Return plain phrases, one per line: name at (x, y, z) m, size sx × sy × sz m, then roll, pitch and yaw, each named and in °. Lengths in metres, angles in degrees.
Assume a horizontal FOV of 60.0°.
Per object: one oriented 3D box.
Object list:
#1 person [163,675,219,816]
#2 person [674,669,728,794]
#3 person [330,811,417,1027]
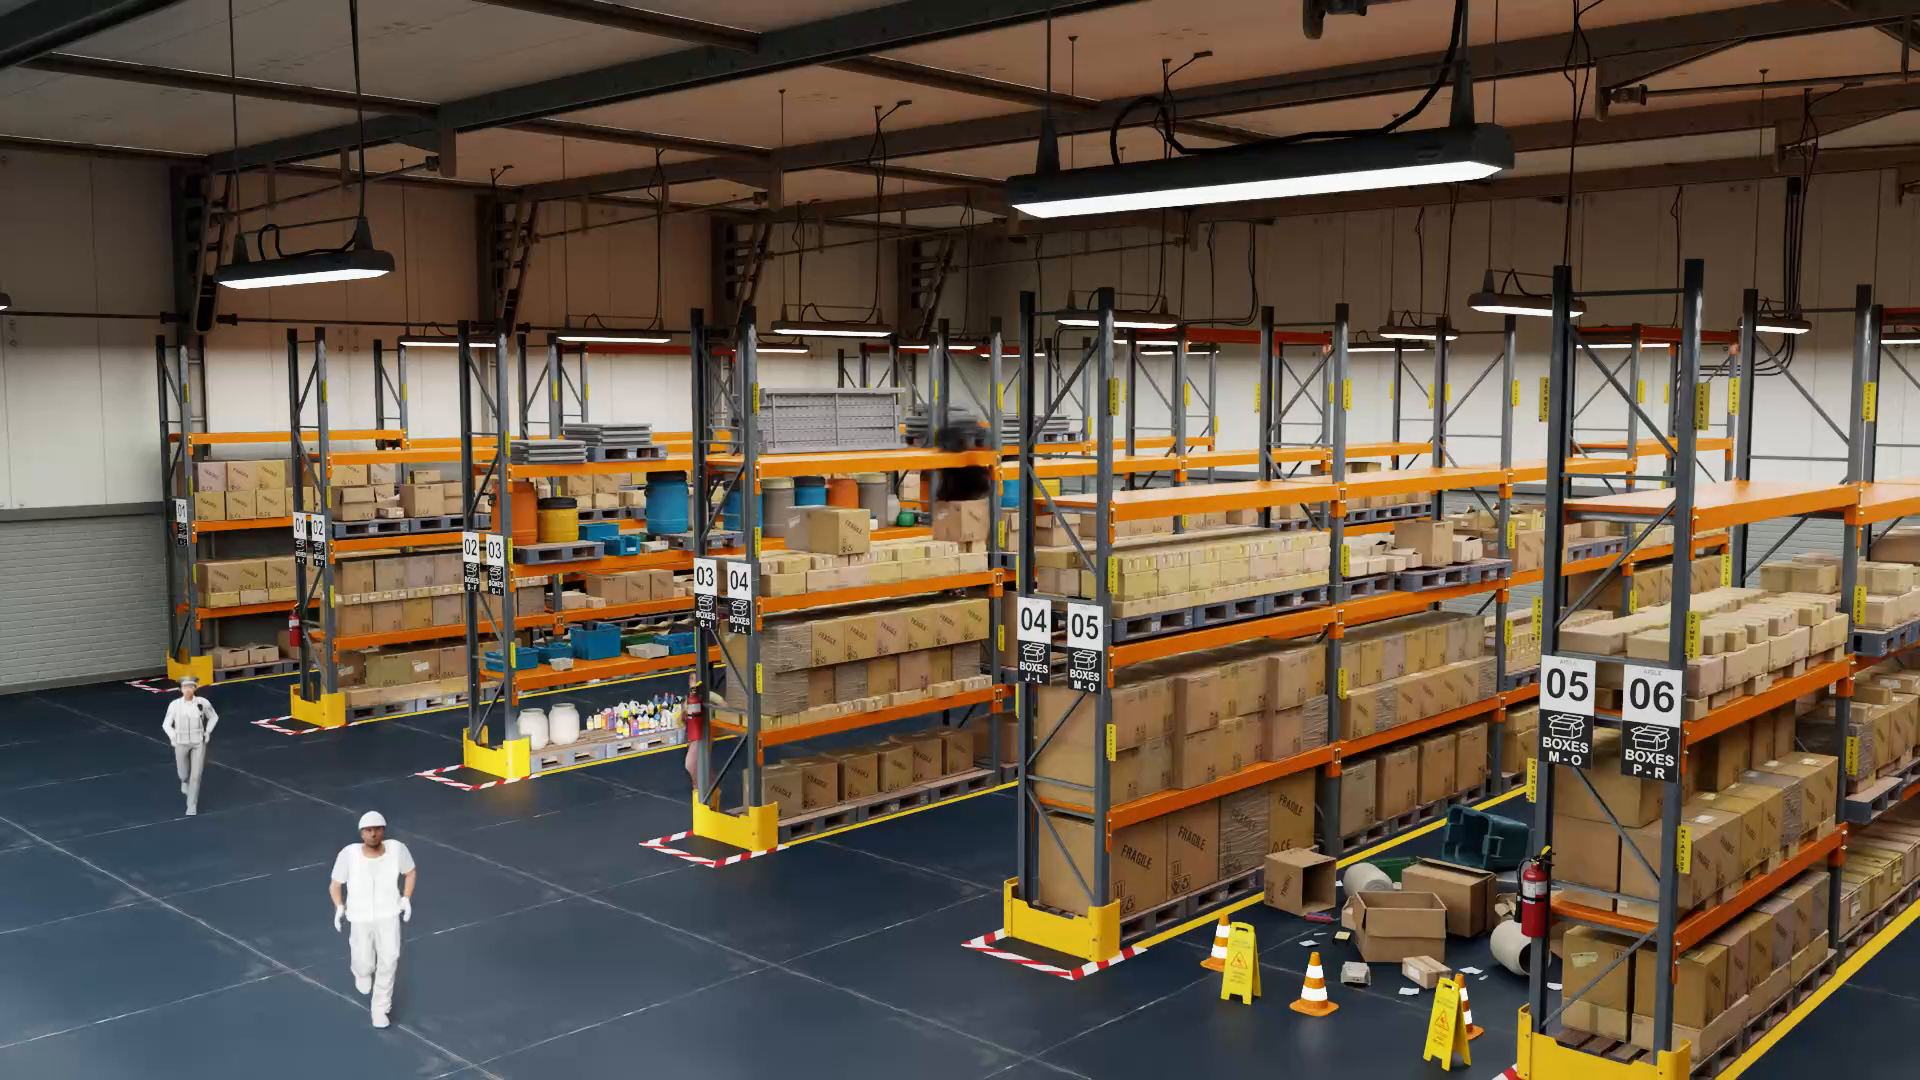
person at (-9.304, 2.454, 20.137) m, size 0.615 × 1.661 × 0.729 m, roll -2°, pitch 6°, yaw -24°
person at (-3.178, 2.430, 20.361) m, size 0.601 × 1.705 × 0.690 m, roll 5°, pitch 7°, yaw 42°
person at (-4.767, 3.035, 13.549) m, size 0.669 × 1.733 × 0.695 m, roll -2°, pitch 6°, yaw -23°
